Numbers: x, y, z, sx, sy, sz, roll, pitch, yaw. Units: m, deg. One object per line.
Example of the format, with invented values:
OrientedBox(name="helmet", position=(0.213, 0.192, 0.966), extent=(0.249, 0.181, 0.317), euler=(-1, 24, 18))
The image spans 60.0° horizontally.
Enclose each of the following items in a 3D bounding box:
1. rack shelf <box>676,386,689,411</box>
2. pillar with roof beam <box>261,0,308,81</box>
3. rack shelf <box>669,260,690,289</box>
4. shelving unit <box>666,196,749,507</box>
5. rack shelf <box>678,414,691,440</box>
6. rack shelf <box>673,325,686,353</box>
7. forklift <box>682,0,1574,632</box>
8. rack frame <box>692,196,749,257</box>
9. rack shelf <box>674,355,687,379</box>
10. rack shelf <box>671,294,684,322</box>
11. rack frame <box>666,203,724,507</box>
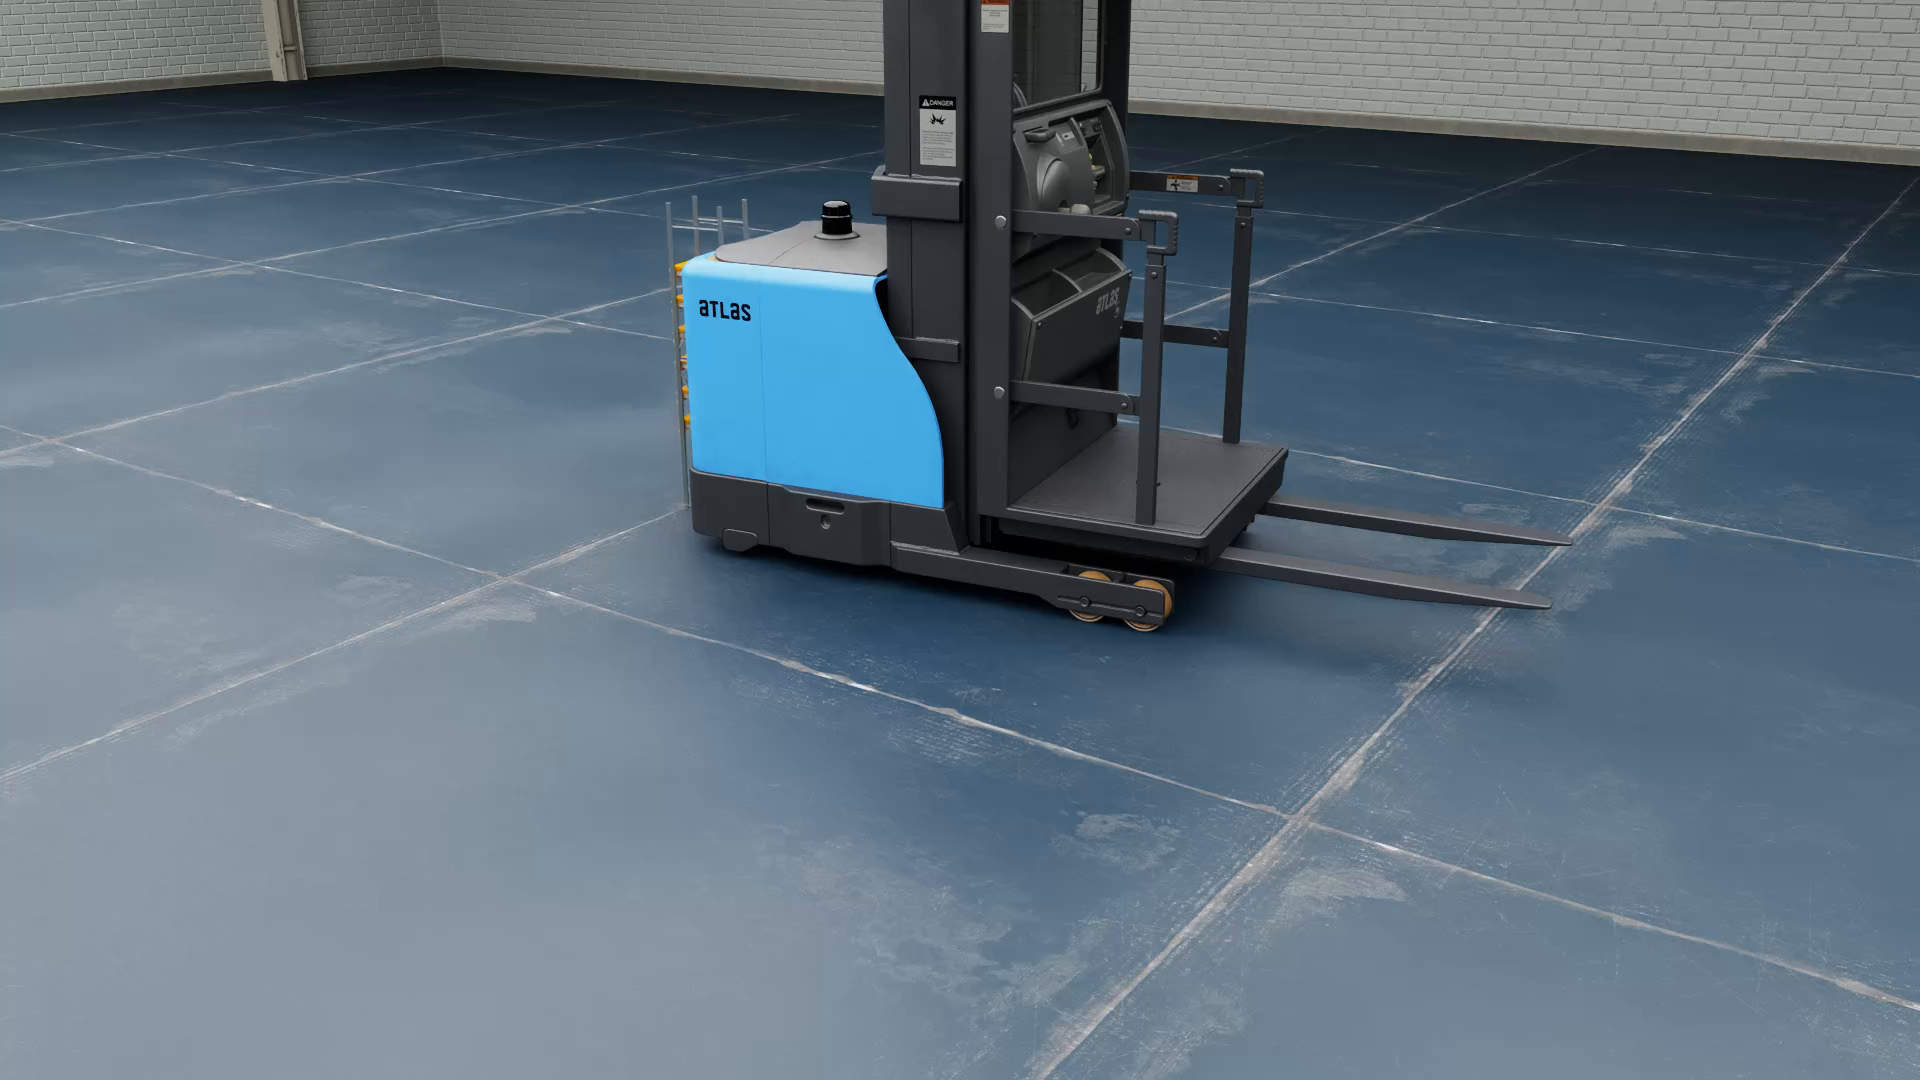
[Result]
OrientedBox(name="rack shelf", position=(-0.951, -0.556, 6.513), extent=(0.258, 0.103, 0.180), euler=(9, 22, 22))
OrientedBox(name="pillar with roof beam", position=(-6.455, -10.258, 21.027), extent=(9.100, 9.000, 0.400), euler=(13, 24, 32))
OrientedBox(name="rack shelf", position=(-0.951, -1.006, 6.346), extent=(0.258, 0.103, 0.180), euler=(9, 22, 22))
OrientedBox(name="shelving unit", position=(-0.951, -0.710, 6.456), extent=(0.258, 1.200, 0.189), euler=(9, 22, 22))
OrientedBox(name="rack shelf", position=(-0.951, -0.444, 6.555), extent=(0.258, 0.103, 0.180), euler=(9, 22, 22))
OrientedBox(name="rack shelf", position=(-0.951, -0.781, 6.430), extent=(0.258, 0.103, 0.180), euler=(9, 22, 22))
OrientedBox(name="forklift", position=(0.565, -1.284, 5.512), extent=(3.031, 2.935, 1.130), euler=(9, 22, 23))
OrientedBox(name="rack frame", position=(-0.915, -0.740, 6.535), extent=(0.240, 1.200, 0.006), euler=(9, 22, 22))
OrientedBox(name="rack shelf", position=(-0.951, -0.669, 6.471), extent=(0.258, 0.103, 0.180), euler=(9, 22, 22))
OrientedBox(name="rack shelf", position=(-0.951, -0.894, 6.388), extent=(0.258, 0.103, 0.180), euler=(9, 22, 22))
OrientedBox(name="rack frame", position=(-0.987, -0.681, 6.377), extent=(0.240, 1.200, 0.006), euler=(9, 22, 22))
